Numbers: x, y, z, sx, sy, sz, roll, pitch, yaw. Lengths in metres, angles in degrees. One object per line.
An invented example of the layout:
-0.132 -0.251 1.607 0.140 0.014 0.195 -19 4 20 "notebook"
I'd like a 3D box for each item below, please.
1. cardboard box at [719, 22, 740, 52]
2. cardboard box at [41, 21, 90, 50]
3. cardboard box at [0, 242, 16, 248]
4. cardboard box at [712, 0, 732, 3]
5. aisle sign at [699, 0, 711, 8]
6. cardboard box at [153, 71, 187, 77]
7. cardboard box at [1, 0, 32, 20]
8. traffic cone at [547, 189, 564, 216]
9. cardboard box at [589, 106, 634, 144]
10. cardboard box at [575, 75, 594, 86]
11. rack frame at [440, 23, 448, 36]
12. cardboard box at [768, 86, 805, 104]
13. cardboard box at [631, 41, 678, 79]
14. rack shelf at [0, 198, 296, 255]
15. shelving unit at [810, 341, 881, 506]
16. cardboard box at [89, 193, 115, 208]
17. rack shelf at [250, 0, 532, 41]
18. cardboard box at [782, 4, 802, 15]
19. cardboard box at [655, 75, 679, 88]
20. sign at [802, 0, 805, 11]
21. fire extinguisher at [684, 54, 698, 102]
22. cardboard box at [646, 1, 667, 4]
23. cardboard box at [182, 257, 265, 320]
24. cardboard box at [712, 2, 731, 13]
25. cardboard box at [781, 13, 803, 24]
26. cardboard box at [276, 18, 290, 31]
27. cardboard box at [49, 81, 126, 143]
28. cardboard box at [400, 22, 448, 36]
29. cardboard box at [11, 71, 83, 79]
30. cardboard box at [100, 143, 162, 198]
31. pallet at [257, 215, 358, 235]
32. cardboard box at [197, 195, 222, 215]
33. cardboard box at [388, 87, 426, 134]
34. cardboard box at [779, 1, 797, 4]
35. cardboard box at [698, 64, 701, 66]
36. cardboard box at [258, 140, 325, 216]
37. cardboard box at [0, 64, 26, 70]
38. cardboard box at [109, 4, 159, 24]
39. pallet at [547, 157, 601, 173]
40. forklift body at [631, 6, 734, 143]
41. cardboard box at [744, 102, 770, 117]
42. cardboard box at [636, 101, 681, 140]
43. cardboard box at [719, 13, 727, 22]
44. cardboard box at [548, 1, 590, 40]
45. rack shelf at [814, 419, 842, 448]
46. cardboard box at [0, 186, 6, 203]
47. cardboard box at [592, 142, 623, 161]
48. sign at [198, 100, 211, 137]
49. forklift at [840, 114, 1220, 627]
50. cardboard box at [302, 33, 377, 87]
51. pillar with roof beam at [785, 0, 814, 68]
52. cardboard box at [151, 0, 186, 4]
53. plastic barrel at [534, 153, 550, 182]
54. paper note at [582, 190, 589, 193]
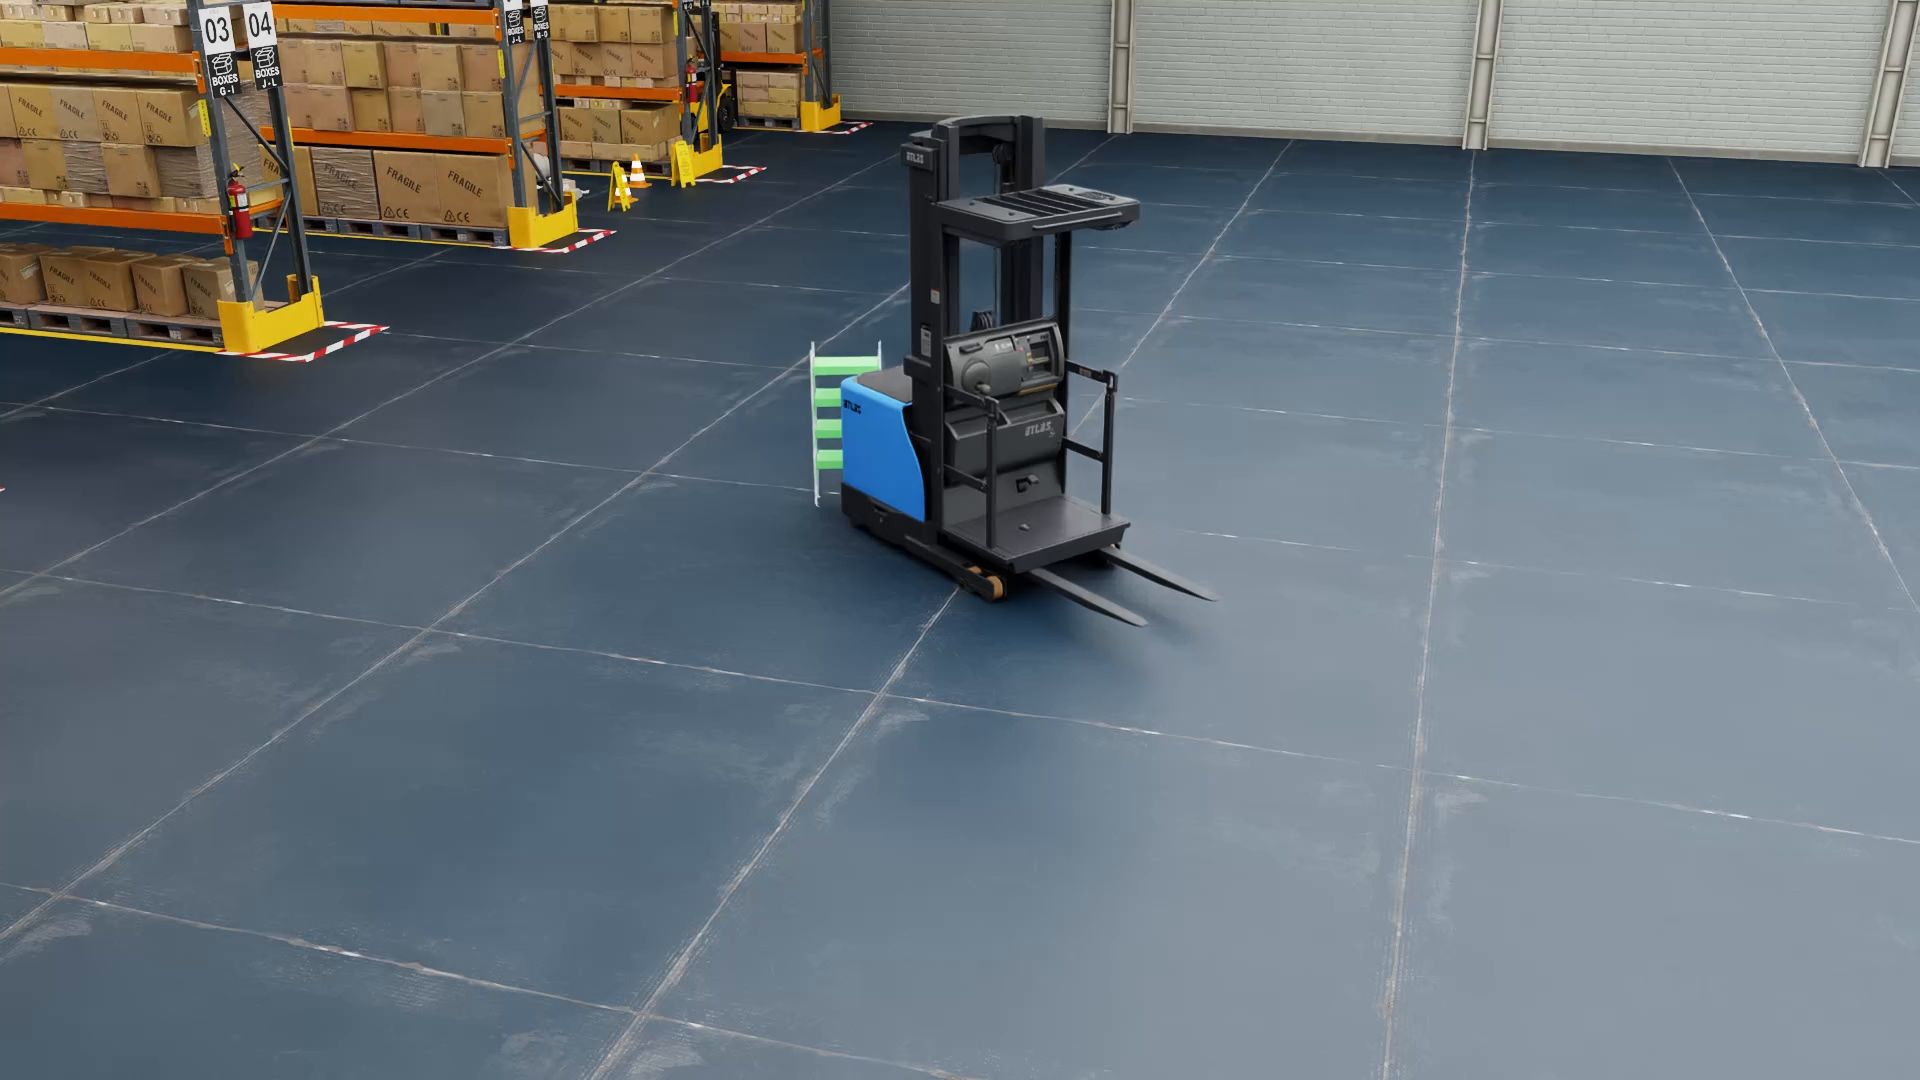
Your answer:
-4.052 -8.947 29.497 0.500 0.500 0.500 6 23 14 "cardboard box"
-8.315 -4.813 15.797 0.500 0.250 0.500 7 23 17 "cardboard box"
-10.271 -2.839 17.480 0.500 0.500 0.500 6 23 14 "cardboard box"
-4.252 -9.604 29.853 0.250 0.149 0.380 7 23 16 "cardboard box"
-3.801 -8.331 24.701 0.004 0.787 0.394 7 23 16 "aisle sign"
-10.083 -6.268 21.648 0.500 0.500 0.700 6 23 15 "cardboard box"
-8.905 -5.070 15.897 0.250 0.149 0.380 7 23 17 "cardboard box"
-5.382 -4.613 22.406 0.334 0.463 0.336 7 23 16 "traffic cone"
-5.293 -6.340 25.356 0.500 0.500 0.500 7 23 17 "cardboard box"
-5.615 -6.984 25.174 0.250 0.149 0.380 6 23 15 "cardboard box"
-7.780 -7.460 26.005 0.127 3.000 1.000 7 23 16 "rack frame"
-3.076 -7.919 29.534 0.500 0.250 0.500 6 23 15 "cardboard box"
-4.549 -7.165 24.762 0.500 0.500 0.500 6 23 15 "cardboard box"
-8.728 -3.308 16.829 4.000 0.370 1.077 7 23 16 "rack shelf"
-0.828 -0.853 12.268 0.503 1.200 0.258 0 22 -1 "shelving unit"
-8.347 -3.392 16.419 0.250 0.149 0.380 7 23 16 "cardboard box"
-7.198 -6.487 20.626 4.000 0.370 1.077 7 23 16 "rack shelf"
-2.924 -9.272 29.044 0.250 0.149 0.380 7 23 16 "cardboard box"
-4.370 -6.869 24.894 0.250 0.149 0.380 7 23 17 "cardboard box"
-2.690 -9.275 28.592 0.005 0.325 0.100 7 23 16 "sign"
-3.974 -6.806 24.512 0.183 0.674 0.296 7 23 16 "fire extinguisher"
-5.390 -9.519 29.646 0.250 0.149 0.380 7 23 17 "cardboard box"
-7.406 -2.534 16.735 0.500 0.500 0.500 11 25 25 "cardboard box"
-4.175 -9.376 29.297 0.250 0.149 0.380 7 23 17 "cardboard box"
-2.933 -9.108 29.036 0.250 0.149 0.380 7 23 16 "cardboard box"
-10.744 -8.089 26.461 0.500 0.500 0.500 8 24 18 "cardboard box"
-8.369 -4.147 16.086 0.500 0.500 0.500 7 23 16 "cardboard box"
-8.288 -7.806 25.770 0.500 0.500 0.500 6 23 15 "cardboard box"
-9.175 -4.447 16.819 0.500 0.500 0.500 7 23 16 "cardboard box"
-7.845 -3.687 16.282 0.500 0.500 0.875 7 23 16 "cardboard box"
-8.408 -4.249 21.850 1.213 0.211 1.003 7 23 15 "pallet"
-7.145 -3.261 16.099 0.250 0.149 0.380 7 23 16 "cardboard box"
-6.684 -5.465 20.944 0.550 0.550 0.875 7 23 16 "cardboard box"
-3.016 -9.476 29.541 0.250 0.149 0.380 7 23 17 "cardboard box"
-4.853 -8.555 30.426 0.500 0.250 0.500 7 23 16 "cardboard box"
-8.531 -4.768 21.687 0.875 0.875 0.875 7 23 16 "cardboard box"
-12.515 -6.545 22.325 0.500 0.500 0.700 6 23 15 "cardboard box"
-7.678 -4.903 15.489 0.250 0.149 0.380 6 23 13 "cardboard box"
-5.955 -5.976 26.062 1.213 0.211 1.003 7 23 16 "pallet"
-4.863 -7.978 28.386 1.214 2.155 2.313 7 23 16 "forklift body"
-3.535 -7.743 29.763 0.500 0.250 0.500 7 23 15 "cardboard box"
-4.666 -6.482 25.702 0.500 0.500 0.500 6 23 14 "cardboard box"
-4.168 -9.240 29.357 0.250 0.149 0.380 7 23 16 "cardboard box"
-5.940 -7.827 25.057 0.500 0.500 0.700 6 23 15 "cardboard box"
-0.828 -0.794 12.292 0.480 0.148 0.258 0 22 -1 "rack shelf"
-9.571 -3.495 16.669 0.250 0.149 0.380 7 23 16 "cardboard box"
-5.296 -5.995 25.501 0.500 0.250 0.500 7 23 16 "cardboard box"
-6.992 -3.904 15.392 0.005 0.325 0.100 7 23 16 "sign"
0.431 -1.168 10.756 1.130 2.935 3.031 -16 27 -34 "forklift"
-7.732 -6.040 20.921 0.550 0.550 0.875 7 23 16 "cardboard box"
-4.170 -10.441 25.366 0.400 9.000 9.100 7 23 16 "pillar with roof beam"
-7.507 -5.085 15.934 0.250 0.149 0.380 6 23 15 "cardboard box"
-6.365 -5.506 24.636 0.512 0.421 0.421 -14 26 -30 "plastic barrel"
-5.430 -5.029 23.989 0.142 0.019 0.148 -1 22 -3 "paper note"
